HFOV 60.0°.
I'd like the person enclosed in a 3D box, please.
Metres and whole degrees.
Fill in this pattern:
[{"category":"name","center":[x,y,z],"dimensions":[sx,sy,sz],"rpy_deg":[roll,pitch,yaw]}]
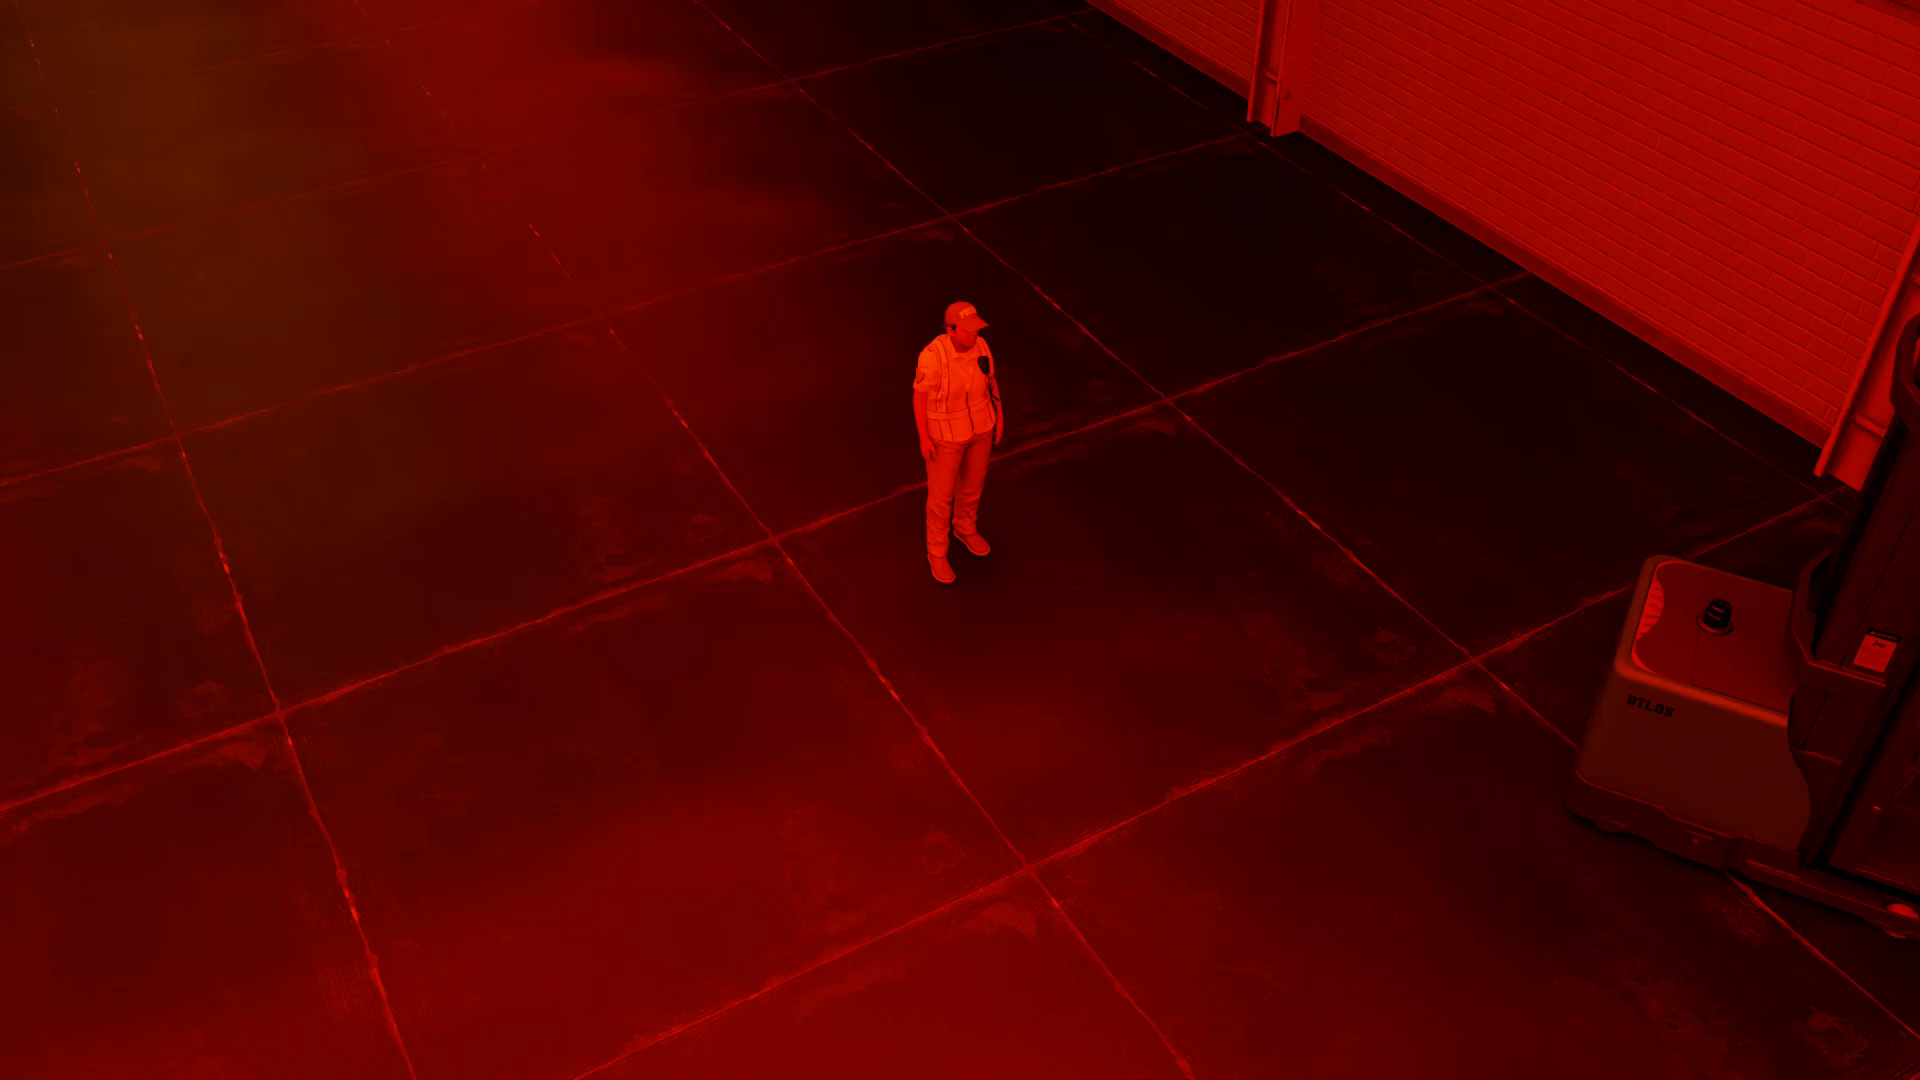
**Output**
[{"category":"person","center":[0.019,-0.597,9.735],"dimensions":[0.598,1.670,0.527],"rpy_deg":[-20,44,-23]}]

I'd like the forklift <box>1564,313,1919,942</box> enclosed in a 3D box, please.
[{"category":"forklift","center":[4.672,0.455,7.488],"dimensions":[3.031,2.935,1.130],"rpy_deg":[18,43,21]}]
